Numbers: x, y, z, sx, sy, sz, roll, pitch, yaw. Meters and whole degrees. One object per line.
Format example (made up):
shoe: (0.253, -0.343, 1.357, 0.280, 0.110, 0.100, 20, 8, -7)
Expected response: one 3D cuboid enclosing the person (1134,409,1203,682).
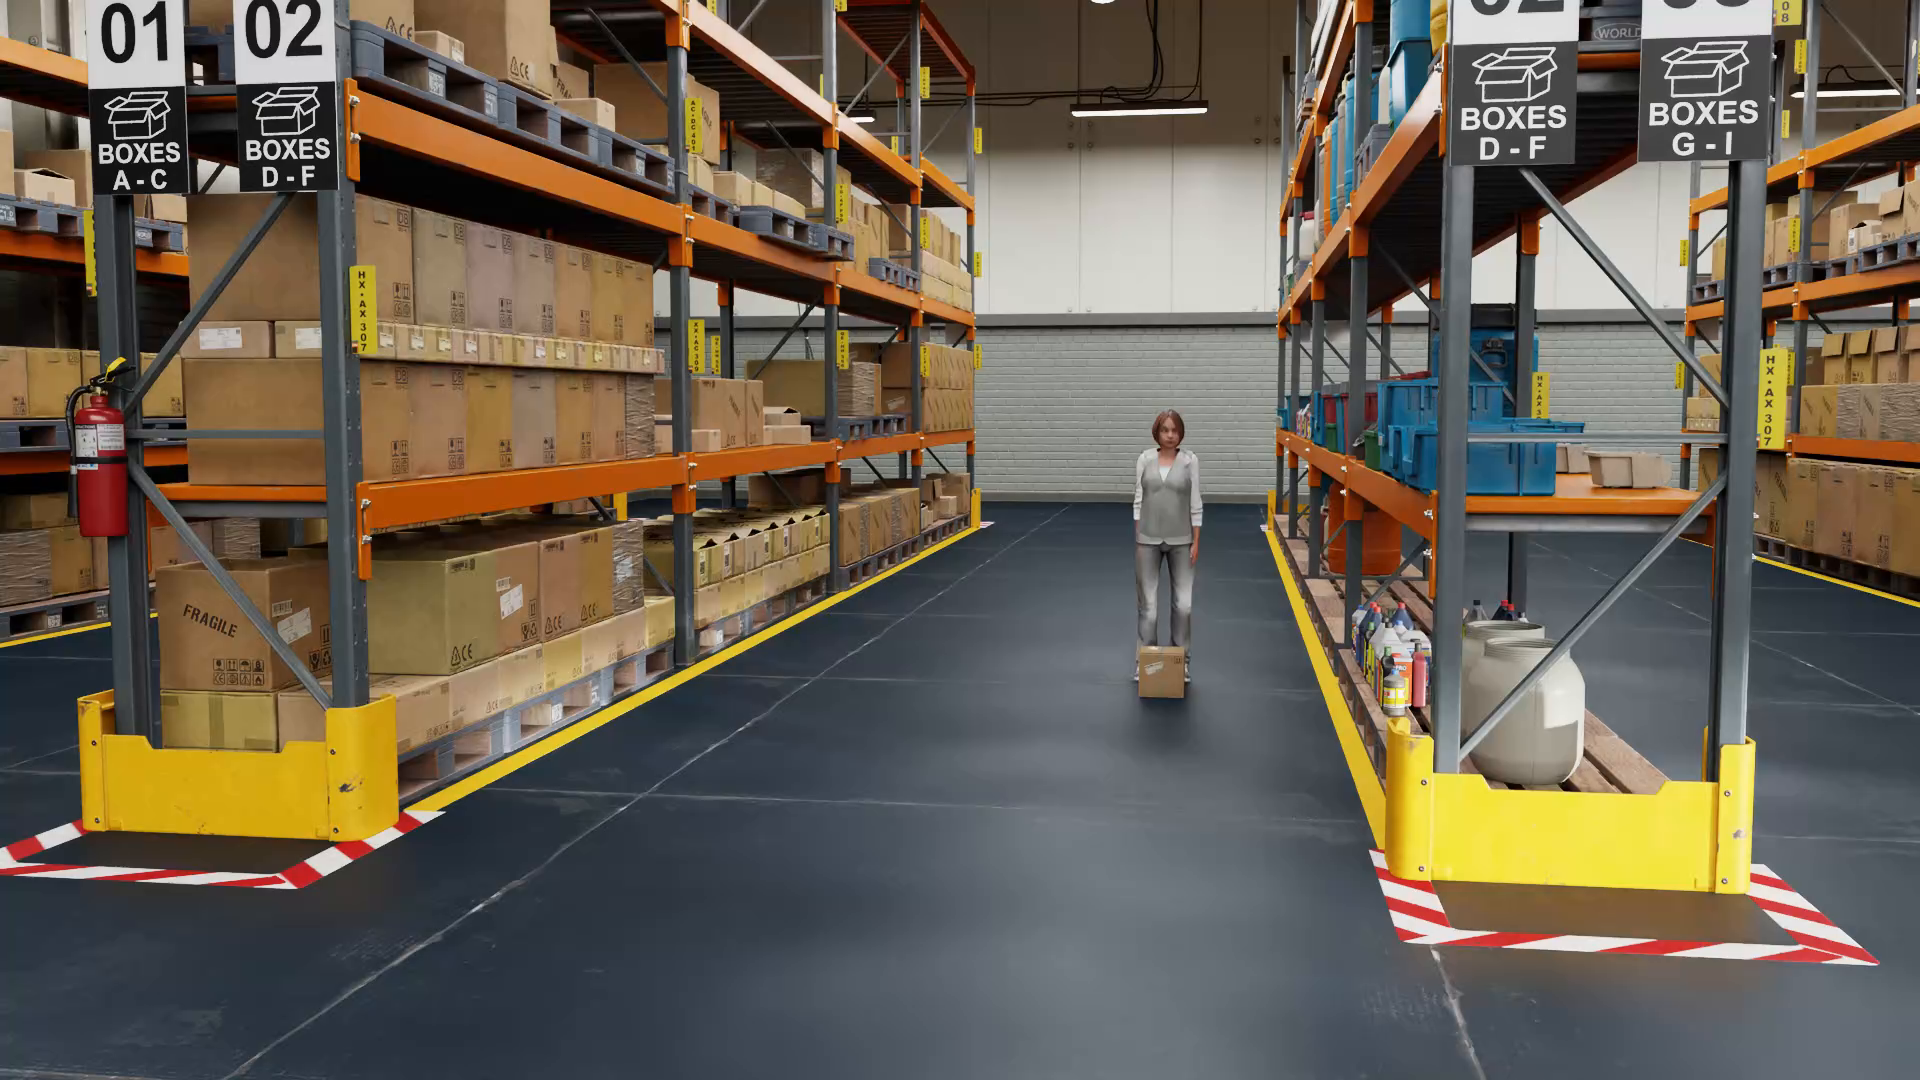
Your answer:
person: (1.218, 0.033, 9.743, 0.406, 1.596, 0.307, 1, 5, 10)
